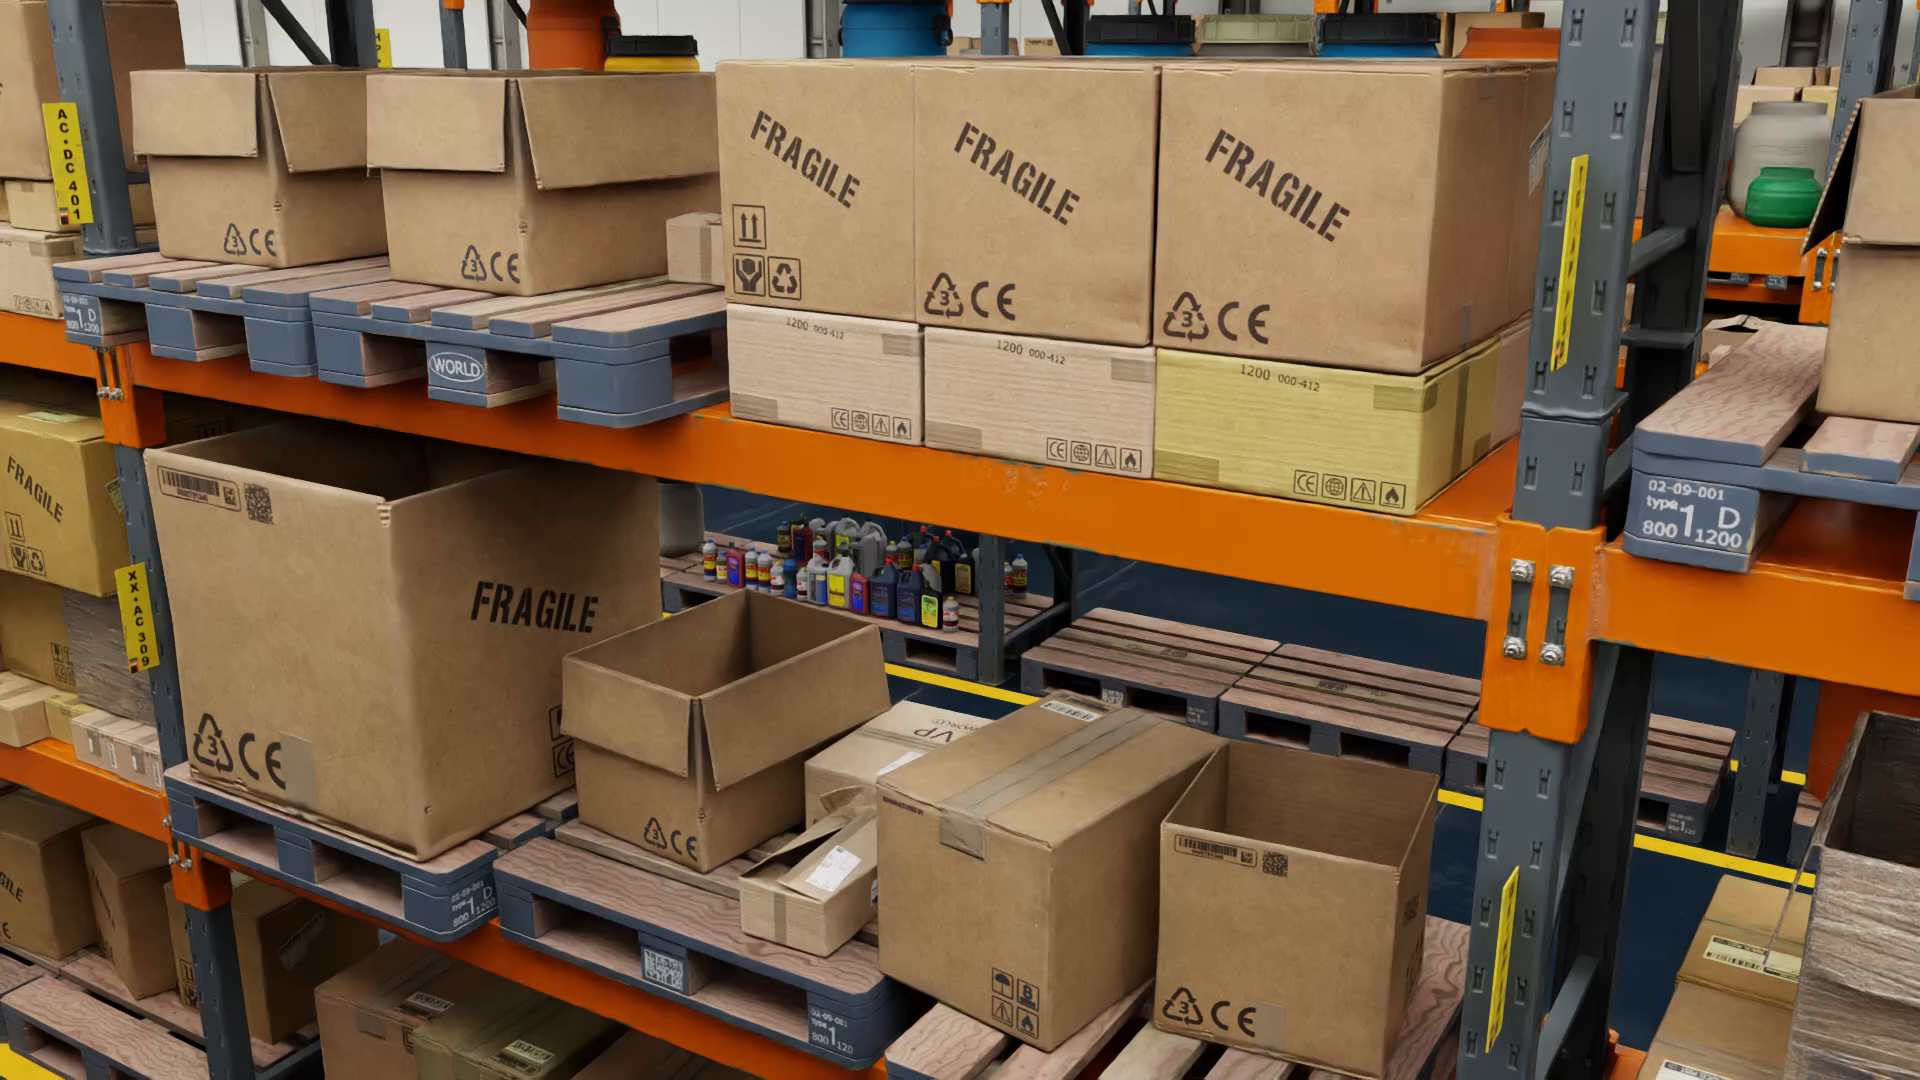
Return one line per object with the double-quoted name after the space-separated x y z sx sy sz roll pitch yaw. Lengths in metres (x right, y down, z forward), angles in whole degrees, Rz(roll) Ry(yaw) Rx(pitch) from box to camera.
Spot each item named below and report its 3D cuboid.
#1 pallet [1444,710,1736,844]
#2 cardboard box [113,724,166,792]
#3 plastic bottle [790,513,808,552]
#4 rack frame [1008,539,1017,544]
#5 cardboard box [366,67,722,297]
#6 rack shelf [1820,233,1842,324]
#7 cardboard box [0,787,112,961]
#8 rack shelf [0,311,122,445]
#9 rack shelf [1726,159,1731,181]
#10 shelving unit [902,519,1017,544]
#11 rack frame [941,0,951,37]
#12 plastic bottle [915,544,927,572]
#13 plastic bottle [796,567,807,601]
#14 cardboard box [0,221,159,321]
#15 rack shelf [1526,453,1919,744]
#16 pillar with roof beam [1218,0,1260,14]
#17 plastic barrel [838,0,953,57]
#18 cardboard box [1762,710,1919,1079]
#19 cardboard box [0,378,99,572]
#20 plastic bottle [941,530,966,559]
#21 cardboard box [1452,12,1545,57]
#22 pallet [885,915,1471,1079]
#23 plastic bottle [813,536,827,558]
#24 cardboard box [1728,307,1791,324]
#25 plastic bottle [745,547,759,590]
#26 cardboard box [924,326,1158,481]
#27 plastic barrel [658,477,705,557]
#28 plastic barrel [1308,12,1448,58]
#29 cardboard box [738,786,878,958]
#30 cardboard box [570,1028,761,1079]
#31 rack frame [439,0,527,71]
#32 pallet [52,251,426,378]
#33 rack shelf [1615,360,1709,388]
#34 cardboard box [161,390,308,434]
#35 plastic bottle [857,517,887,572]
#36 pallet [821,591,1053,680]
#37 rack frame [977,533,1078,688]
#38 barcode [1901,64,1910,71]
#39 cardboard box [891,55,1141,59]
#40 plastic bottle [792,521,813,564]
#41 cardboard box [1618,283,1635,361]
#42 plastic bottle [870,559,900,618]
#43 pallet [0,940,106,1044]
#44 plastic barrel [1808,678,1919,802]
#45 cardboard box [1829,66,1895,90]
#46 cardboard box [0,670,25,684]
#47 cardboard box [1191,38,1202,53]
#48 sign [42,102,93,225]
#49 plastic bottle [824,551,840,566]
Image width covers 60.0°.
3.185 1.100 8.398 1.213 0.211 1.003 10 20 30 "pallet"
-2.513 0.671 5.442 0.250 0.149 0.380 10 20 30 "cardboard box"
-1.089 -0.051 11.304 0.133 0.283 0.061 11 20 31 "plastic bottle"
0.306 -0.663 11.983 0.023 1.500 0.400 10 20 30 "rack frame"
-1.024 -0.935 4.239 0.637 0.503 0.797 11 20 32 "cardboard box"
5.529 -0.894 6.240 4.000 0.370 1.077 10 20 30 "rack shelf"
-3.558 1.275 6.600 0.500 0.500 0.500 8 19 25 "cardboard box"
-3.880 -0.884 6.208 4.000 0.370 1.077 10 20 30 "rack shelf"
4.716 -2.729 12.280 4.000 0.370 1.077 10 20 30 "rack shelf"
-0.006 -0.719 12.167 0.755 1.500 0.431 10 20 30 "shelving unit"
-0.397 -5.421 14.744 0.127 3.000 1.000 10 20 30 "rack frame"
-0.241 0.162 10.625 0.097 0.271 0.097 0 17 0 "plastic bottle"
-0.973 0.271 10.386 0.097 0.201 0.097 0 17 0 "plastic bottle"
-2.701 -0.857 5.139 0.500 0.250 0.500 11 20 32 "cardboard box"
2.937 0.333 2.202 4.000 0.370 1.077 10 20 30 "rack shelf"
0.989 -5.690 15.629 0.400 9.000 9.100 10 20 30 "pillar with roof beam"
-0.376 -2.770 9.592 0.708 0.901 0.600 10 20 30 "plastic barrel"
1.847 0.707 2.995 0.637 0.503 0.797 11 20 32 "cardboard box"
-3.130 -0.234 5.585 0.500 0.500 0.500 10 20 30 "cardboard box"
-0.054 0.116 10.640 0.185 0.351 0.144 11 20 32 "plastic bottle"
4.014 -3.681 12.421 0.500 0.500 0.500 12 21 35 "cardboard box"
0.570 1.129 3.833 1.003 0.211 1.213 10 20 30 "pallet"
-0.928 0.075 11.031 0.097 0.201 0.097 0 17 0 "plastic bottle"
7.916 -2.133 16.496 0.500 0.250 0.500 11 20 31 "cardboard box"
-1.318 0.176 10.578 0.097 0.271 0.097 0 17 0 "plastic bottle"
0.269 -0.328 3.396 0.500 0.250 0.500 10 20 30 "cardboard box"
-1.964 -0.177 11.361 0.421 0.512 0.421 0 17 0 "plastic barrel"
2.078 -2.168 8.335 0.708 0.901 0.600 10 20 30 "plastic barrel"
-0.330 0.796 4.108 0.258 0.266 0.396 9 19 29 "cardboard box"
-0.790 1.758 4.978 0.500 0.500 0.700 8 19 25 "cardboard box"
-2.992 -4.195 10.707 0.127 3.000 1.000 10 20 30 "rack frame"
-1.705 -0.714 4.733 1.003 0.211 1.213 10 20 30 "pallet"
4.716 -1.293 12.716 4.000 0.370 1.077 10 20 30 "rack shelf"
-2.426 -0.289 5.767 0.500 0.500 0.500 10 20 30 "cardboard box"
-0.577 0.022 10.947 0.185 0.351 0.144 10 20 30 "plastic bottle"
-0.134 0.506 10.352 1.213 0.211 1.003 10 20 30 "pallet"
0.416 -0.716 9.576 0.127 3.000 1.000 10 20 30 "rack frame"
8.981 -4.488 15.802 0.075 0.075 0.001 10 20 30 "barcode"
0.104 -0.891 3.960 0.500 0.500 0.500 9 19 28 "cardboard box"
-1.053 0.008 11.112 0.133 0.283 0.061 10 20 30 "plastic bottle"
4.982 -1.632 12.422 0.500 0.500 0.500 9 19 27 "cardboard box"
-0.447 0.286 10.081 0.185 0.351 0.144 9 19 27 "plastic bottle"
-3.810 1.567 6.861 1.213 0.211 1.003 10 20 30 "pallet"
4.251 0.800 7.596 0.708 0.830 0.600 10 20 30 "plastic barrel"
8.516 -4.220 15.745 0.500 0.500 0.500 10 20 30 "cardboard box"
-3.318 0.497 6.016 0.250 0.149 0.380 10 20 30 "cardboard box"
1.675 -3.976 14.008 0.637 0.503 0.797 13 21 36 "cardboard box"
-2.453 -1.036 4.580 0.005 0.325 0.100 10 20 30 "sign"
-0.803 0.217 10.424 0.133 0.283 0.061 10 20 30 "plastic bottle"
